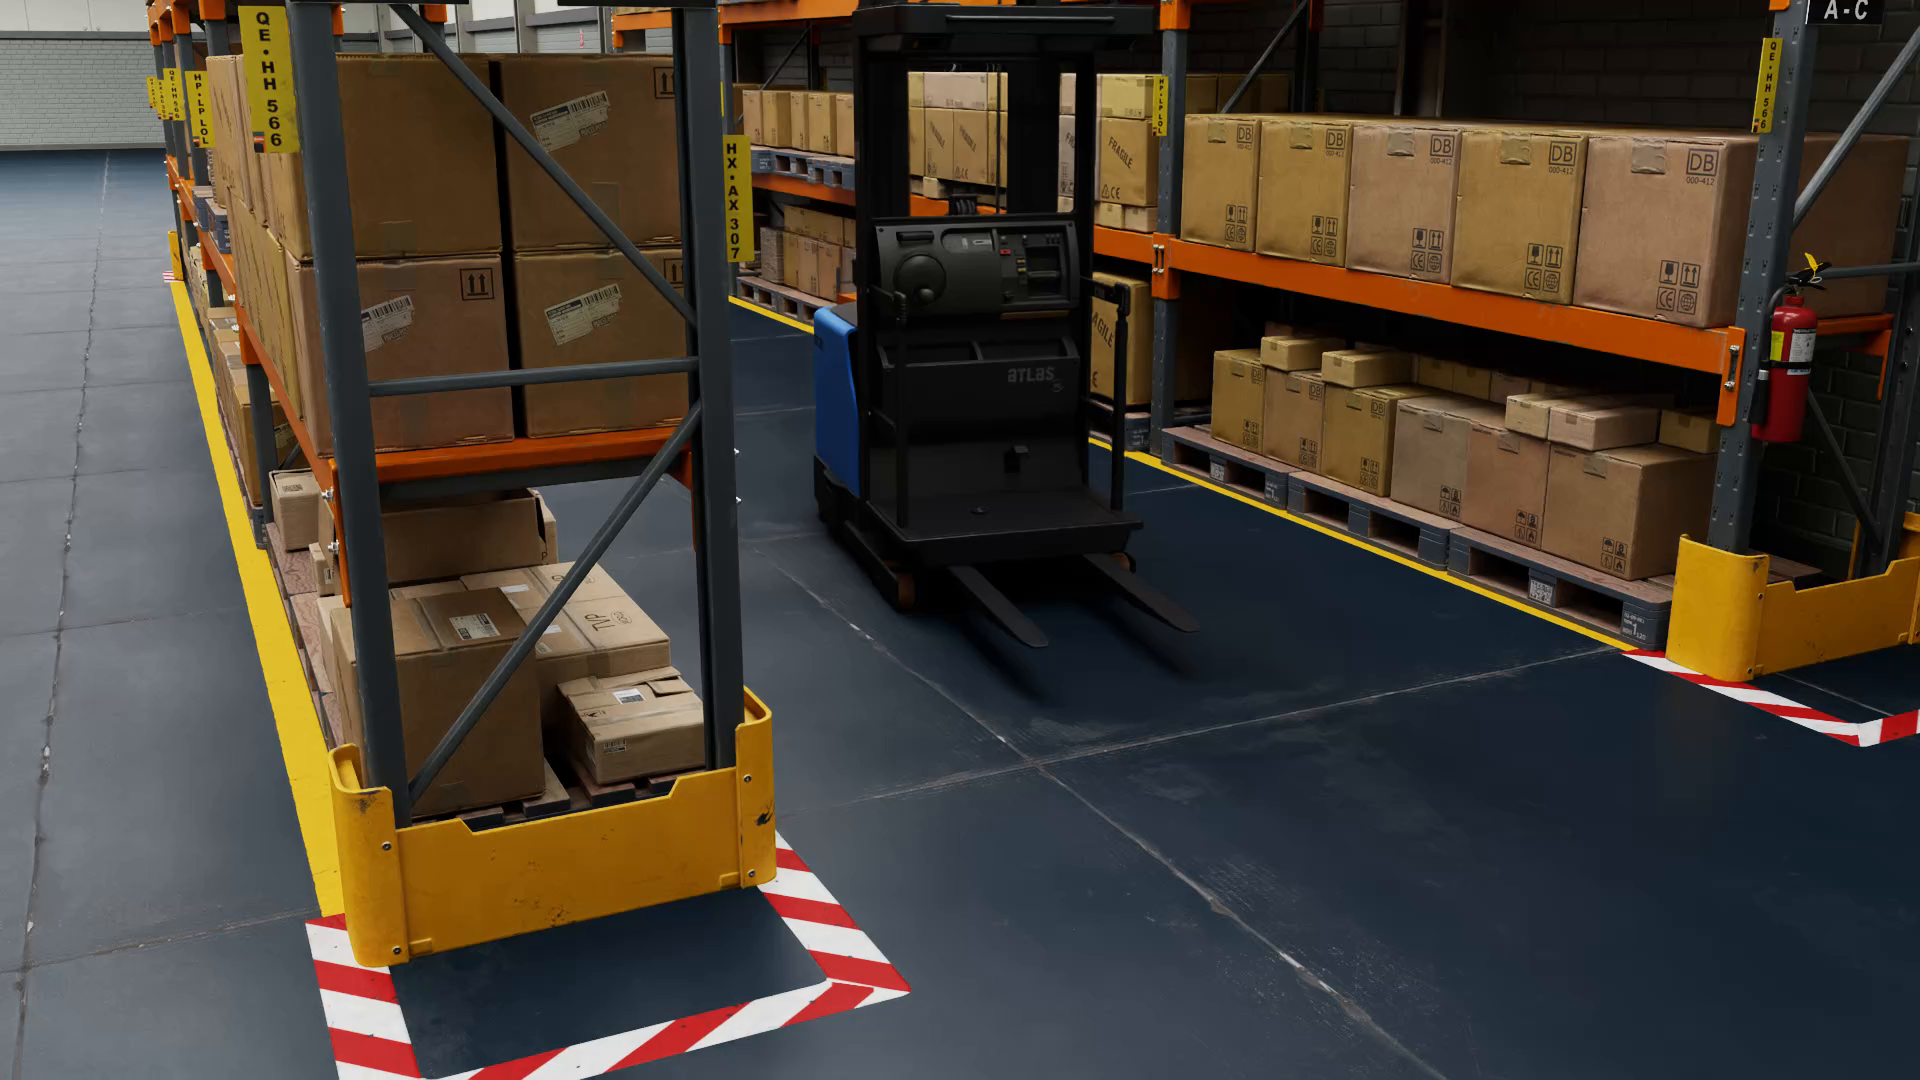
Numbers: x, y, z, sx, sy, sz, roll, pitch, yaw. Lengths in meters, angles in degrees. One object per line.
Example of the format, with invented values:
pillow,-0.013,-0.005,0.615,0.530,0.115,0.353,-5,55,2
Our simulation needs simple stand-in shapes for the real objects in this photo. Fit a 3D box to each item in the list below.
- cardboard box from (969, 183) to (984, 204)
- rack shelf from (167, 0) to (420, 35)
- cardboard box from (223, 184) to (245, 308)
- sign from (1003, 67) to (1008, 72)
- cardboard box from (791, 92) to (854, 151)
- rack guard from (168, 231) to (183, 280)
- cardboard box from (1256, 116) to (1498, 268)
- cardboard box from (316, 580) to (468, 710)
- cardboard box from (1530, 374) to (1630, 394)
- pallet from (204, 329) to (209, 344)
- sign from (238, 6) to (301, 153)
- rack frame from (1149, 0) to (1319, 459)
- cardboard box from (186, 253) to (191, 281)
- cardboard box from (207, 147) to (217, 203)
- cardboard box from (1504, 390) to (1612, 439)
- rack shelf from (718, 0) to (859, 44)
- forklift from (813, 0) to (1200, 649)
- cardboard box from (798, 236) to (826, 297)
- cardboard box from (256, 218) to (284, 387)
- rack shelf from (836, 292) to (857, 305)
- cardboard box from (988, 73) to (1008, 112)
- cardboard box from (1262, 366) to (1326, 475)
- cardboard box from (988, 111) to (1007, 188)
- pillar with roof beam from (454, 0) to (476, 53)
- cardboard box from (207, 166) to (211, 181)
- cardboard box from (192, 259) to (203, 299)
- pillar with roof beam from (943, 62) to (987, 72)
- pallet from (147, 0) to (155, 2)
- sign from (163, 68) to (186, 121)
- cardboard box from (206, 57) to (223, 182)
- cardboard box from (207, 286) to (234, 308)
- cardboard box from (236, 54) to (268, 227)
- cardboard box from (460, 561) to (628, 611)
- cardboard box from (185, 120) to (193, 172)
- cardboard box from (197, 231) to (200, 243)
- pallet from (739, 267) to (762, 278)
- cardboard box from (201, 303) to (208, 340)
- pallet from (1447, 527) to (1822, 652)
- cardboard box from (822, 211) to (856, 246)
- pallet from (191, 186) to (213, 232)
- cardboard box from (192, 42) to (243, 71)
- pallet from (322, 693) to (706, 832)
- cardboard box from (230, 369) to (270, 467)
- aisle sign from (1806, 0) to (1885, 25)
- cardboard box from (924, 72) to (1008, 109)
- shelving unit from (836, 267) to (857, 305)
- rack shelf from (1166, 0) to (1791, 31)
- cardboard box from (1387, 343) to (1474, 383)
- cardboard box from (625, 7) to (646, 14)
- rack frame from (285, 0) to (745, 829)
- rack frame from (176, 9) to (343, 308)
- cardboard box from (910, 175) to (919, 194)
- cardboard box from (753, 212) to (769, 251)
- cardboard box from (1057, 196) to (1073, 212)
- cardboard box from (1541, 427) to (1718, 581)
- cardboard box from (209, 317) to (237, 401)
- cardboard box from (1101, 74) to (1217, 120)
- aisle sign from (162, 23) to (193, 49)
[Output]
cardboard box,0.289,-2.523,12.022,0.380,0.149,0.250,-7,18,-24
rack shelf,-3.708,-2.994,9.113,1.077,0.370,4.000,-8,18,-25
cardboard box,-2.854,-1.291,7.130,0.500,0.500,0.500,-7,17,-23
sign,0.365,-3.618,13.322,0.100,0.325,0.005,-8,18,-25
cardboard box,-1.138,-3.816,15.131,0.700,0.500,0.500,-5,17,-17
rack guard,-8.100,-3.182,18.434,1.175,0.500,0.348,-8,18,-25
cardboard box,2.157,-1.828,8.639,0.980,0.700,0.700,-8,18,-26
cardboard box,-1.928,0.355,5.761,0.500,0.250,0.500,-8,18,-25
cardboard box,2.878,-0.664,7.722,0.380,0.149,0.250,-7,18,-24
pallet,-5.979,-1.868,14.376,1.003,0.211,1.213,-8,18,-25
sign,-1.587,-1.057,3.823,0.100,0.325,0.005,-8,18,-25
rack frame,1.619,-2.002,9.789,1.000,3.000,0.127,-8,18,-25
cardboard box,-7.398,-2.726,16.536,0.500,0.250,0.500,-8,18,-25
cardboard box,-3.978,-2.252,9.716,0.700,0.500,0.500,-4,17,-14
cardboard box,2.643,-0.557,7.347,0.380,0.149,0.250,-7,17,-23
rack shelf,-1.009,-4.586,14.658,1.077,0.370,4.000,-8,18,-25
forklift,0.148,-1.229,7.219,1.130,2.935,3.031,-5,17,-16
cardboard box,-1.089,-2.562,15.473,0.700,0.500,0.500,-7,18,-24
cardboard box,-1.965,-0.789,5.382,0.500,0.500,0.500,-8,18,-24
rack shelf,-0.456,-1.243,8.982,0.258,0.148,0.480,-8,18,-26
cardboard box,0.522,-3.029,11.250,0.500,0.250,0.500,-8,18,-26
cardboard box,2.072,-0.679,8.951,0.700,0.500,0.500,-8,18,-25
cardboard box,0.522,-2.661,11.327,0.500,0.500,0.500,-7,17,-23
pillar with roof beam,-14.309,-11.735,32.829,9.100,9.000,0.400,-8,18,-25
cardboard box,-6.132,-3.021,13.795,0.380,0.149,0.250,-8,18,-25
cardboard box,-5.937,-2.150,13.512,0.500,0.311,0.500,-8,18,-27
pillar with roof beam,-3.795,-5.784,12.092,9.100,9.000,0.400,-8,18,-25
pallet,-7.264,-5.296,15.989,1.003,0.211,1.213,-8,18,-25
sign,-5.082,-2.883,10.759,0.100,0.325,0.005,-8,18,-25
cardboard box,-2.878,-1.780,7.022,0.500,0.500,0.500,-7,17,-23
cardboard box,-5.035,-1.644,11.748,0.500,0.311,0.500,-7,17,-23
cardboard box,-1.975,-1.269,5.242,0.500,0.500,0.500,-7,17,-23
cardboard box,-1.501,0.283,6.015,0.500,0.250,0.500,-8,18,-25
cardboard box,-6.774,-3.673,15.432,0.700,0.500,0.500,-8,18,-25
cardboard box,-6.945,-2.841,15.575,0.500,0.500,0.500,-8,18,-25
pallet,-2.211,-2.807,17.651,1.003,0.211,1.213,-8,18,-25
cardboard box,-5.709,-1.755,13.152,0.500,0.250,0.500,-7,18,-24
pallet,2.951,0.142,7.375,1.003,0.211,1.213,-8,18,-25
cardboard box,-0.918,-2.812,14.987,0.500,0.250,0.500,-8,18,-25
pallet,-4.224,-2.142,10.626,1.213,0.211,1.003,-8,18,-25
cardboard box,-6.537,-4.167,14.800,0.700,0.500,0.500,-8,18,-25
pallet,-1.463,0.714,5.382,1.003,0.211,1.213,-8,18,-25
cardboard box,-3.515,-0.624,8.720,0.500,0.500,0.500,-8,18,-25
aisle sign,3.134,-2.205,5.785,0.394,0.787,0.004,-8,18,-25
cardboard box,0.070,-3.278,12.119,0.500,0.250,0.500,-8,18,-26
shelving unit,-0.457,-0.866,9.090,0.258,1.200,0.503,-8,18,-26
rack shelf,2.496,-2.602,7.746,1.077,0.370,4.000,-8,18,-25
cardboard box,2.428,-0.918,8.605,0.380,0.149,0.250,-7,18,-24
cardboard box,-3.513,-6.226,18.854,0.500,0.500,0.500,-6,17,-21
rack frame,-1.080,-0.410,4.243,1.000,3.000,0.127,-8,18,-25
rack frame,-4.584,-2.394,11.156,1.000,3.000,0.127,-8,18,-25
cardboard box,-0.197,-2.773,12.895,0.380,0.149,0.250,-8,18,-26
cardboard box,-2.376,-3.248,17.865,0.500,0.500,0.500,-9,18,-29
cardboard box,0.843,-2.128,10.648,0.380,0.149,0.250,-8,18,-25
cardboard box,2.975,-0.172,7.182,0.700,0.500,0.500,-8,18,-25
cardboard box,-4.407,-1.128,10.476,0.500,0.500,0.500,-8,18,-27
cardboard box,1.185,-2.648,9.923,0.500,0.250,0.500,-7,18,-24
aisle sign,-8.393,-5.607,17.637,0.394,0.787,0.004,-8,18,-25
